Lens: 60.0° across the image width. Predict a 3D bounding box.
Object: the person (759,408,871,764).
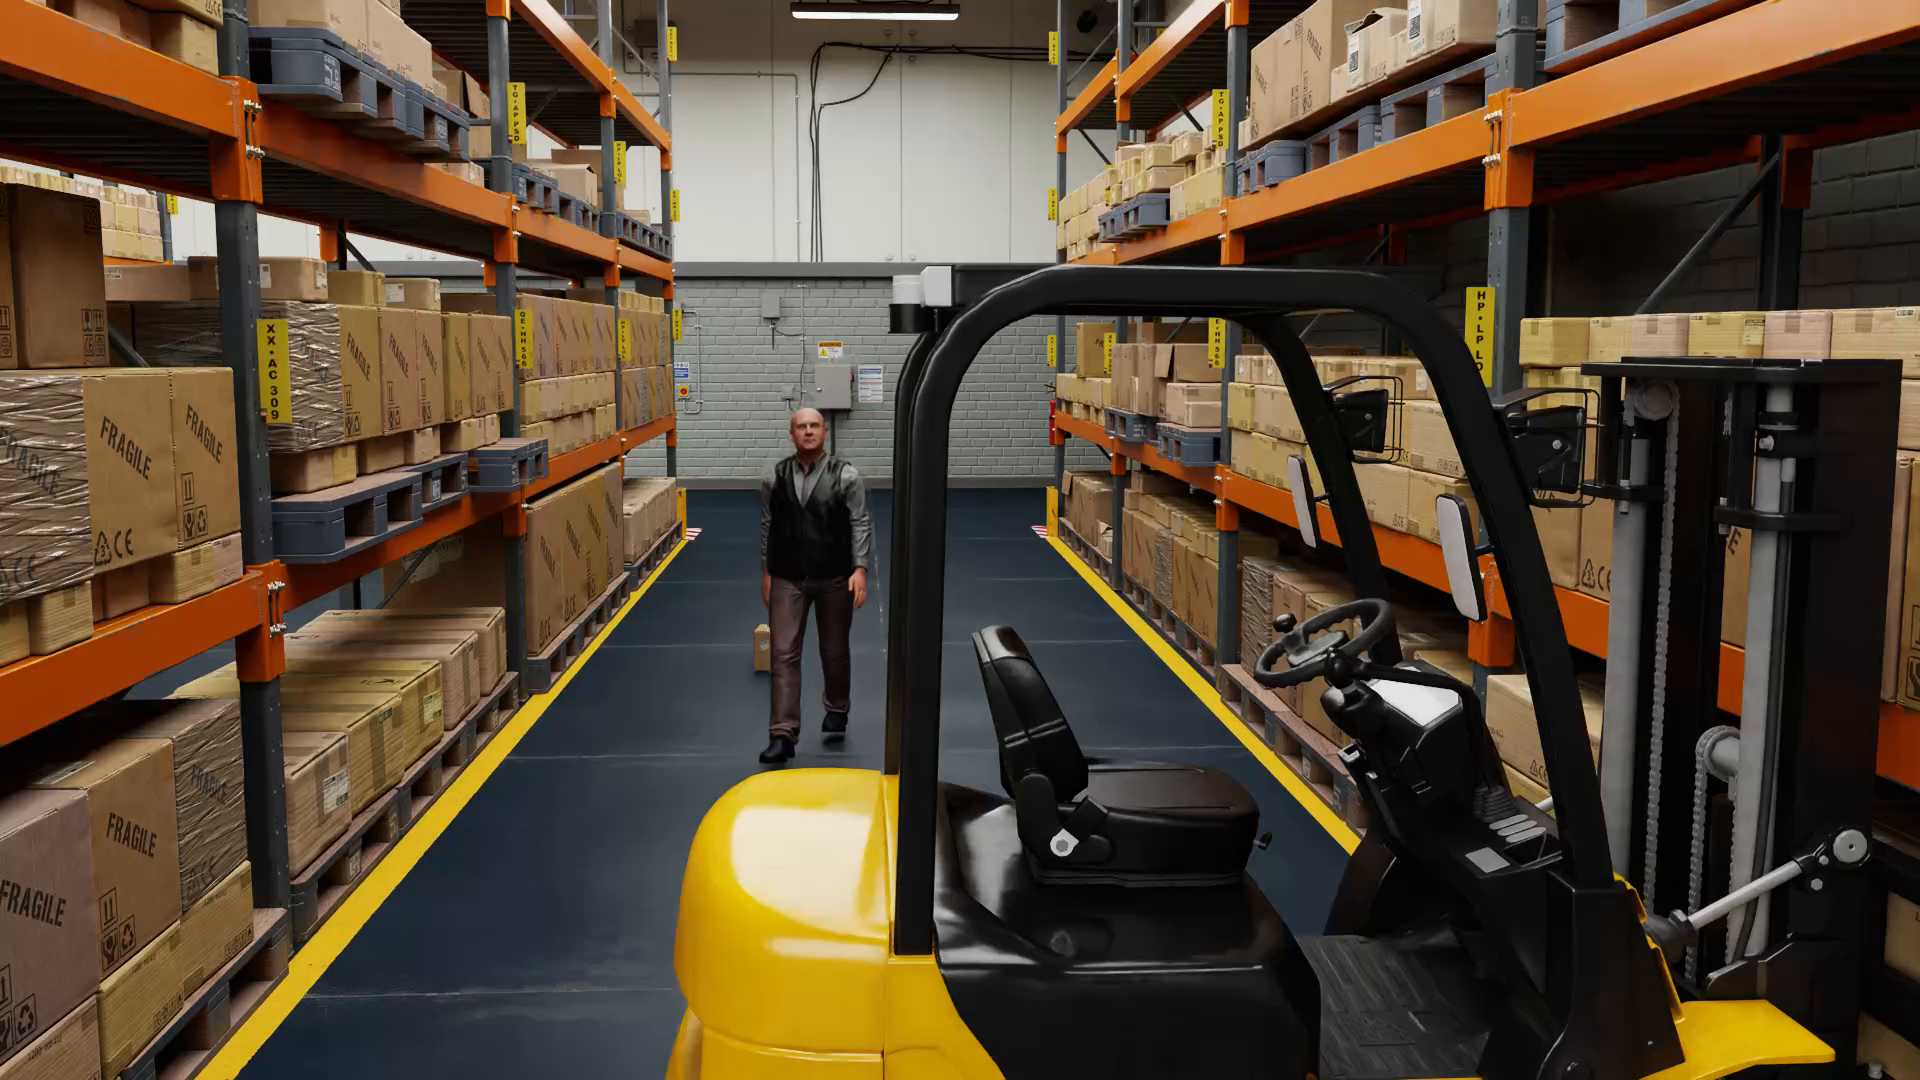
[{"bbox_3d":[-0.728,0.193,8.116,0.568,1.663,1.015,0,7,3],"label":"person"}]
